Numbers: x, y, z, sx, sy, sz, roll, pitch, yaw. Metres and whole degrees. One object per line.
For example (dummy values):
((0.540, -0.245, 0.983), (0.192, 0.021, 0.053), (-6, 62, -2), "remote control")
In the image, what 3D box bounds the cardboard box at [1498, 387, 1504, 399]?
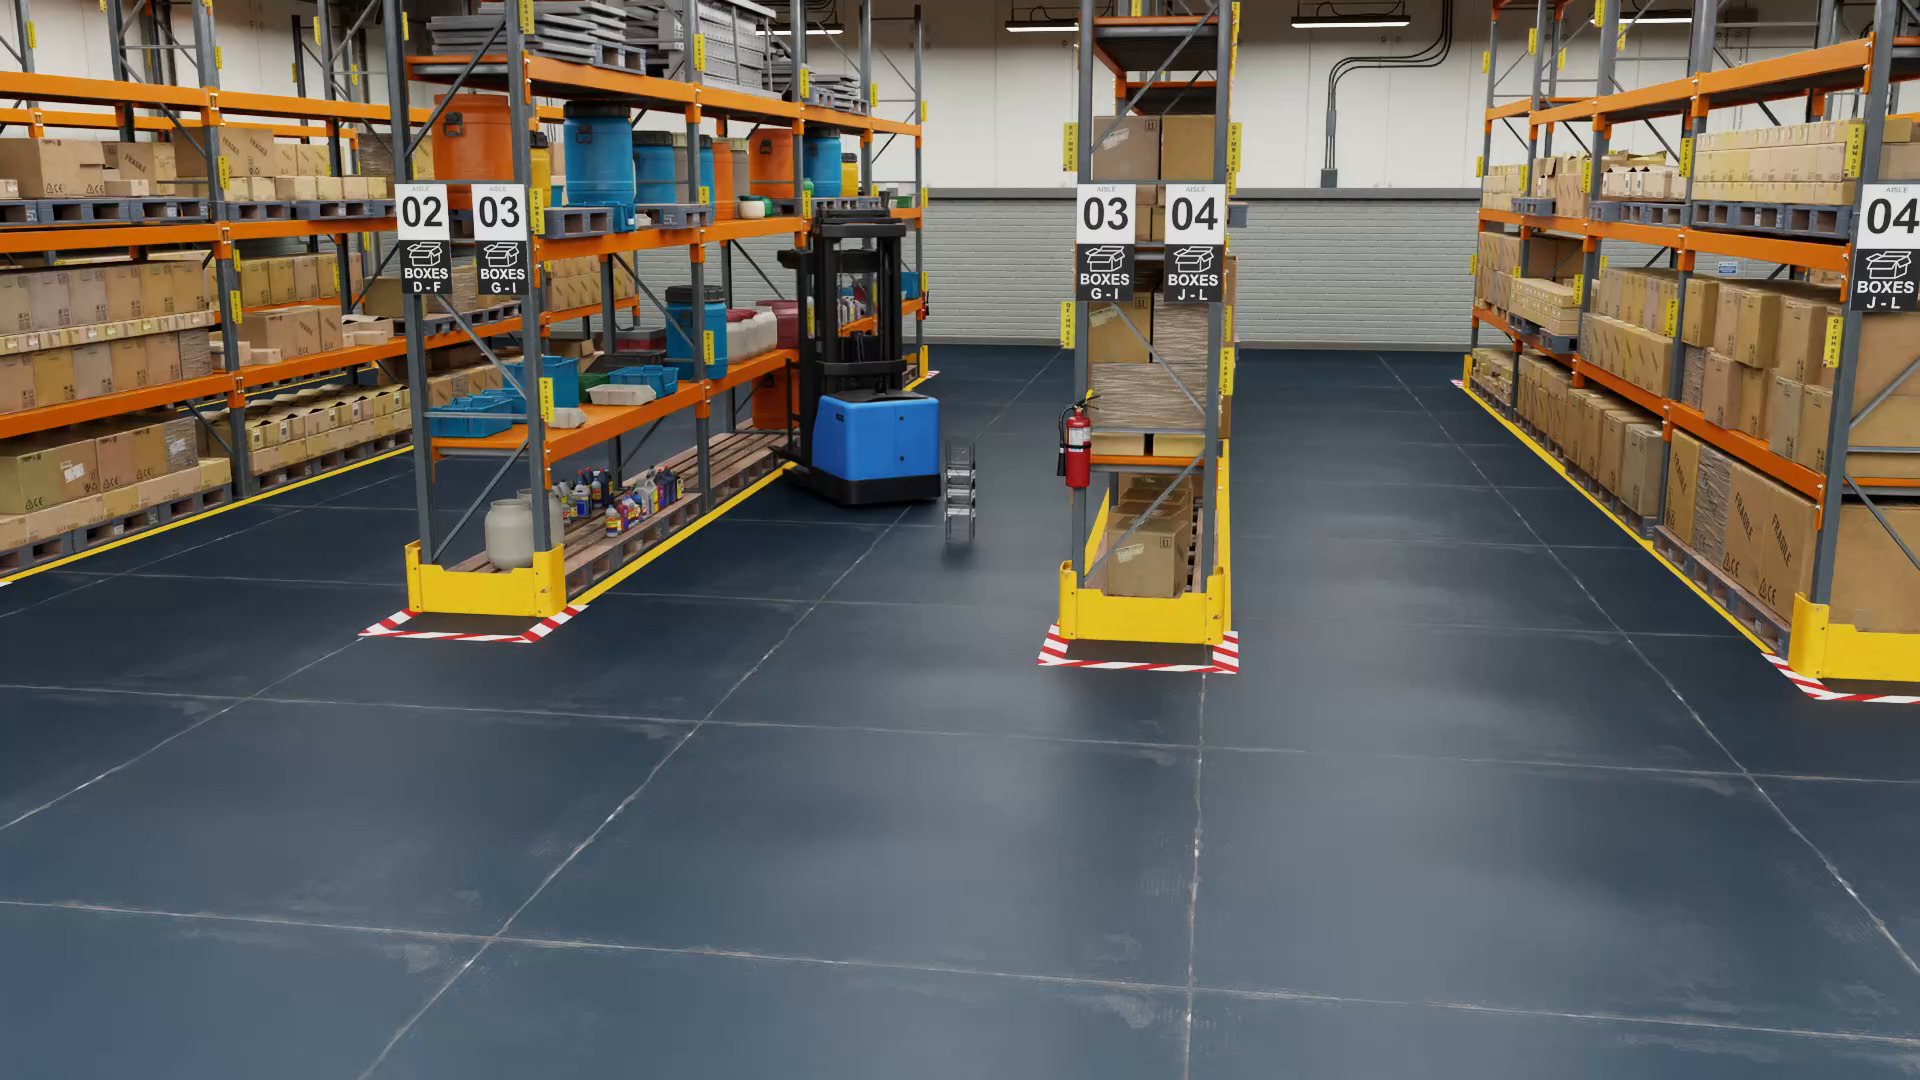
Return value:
((7.854, -2.088, 23.588), (0.380, 0.149, 0.250), (1, 12, 7), "cardboard box")

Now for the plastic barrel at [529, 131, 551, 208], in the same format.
((-3.544, -2.924, 13.136), (0.600, 0.588, 0.600), (0, 12, 0), "plastic barrel")

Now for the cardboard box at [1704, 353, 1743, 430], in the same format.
((6.494, -1.182, 13.259), (0.875, 0.550, 0.550), (2, 12, 9), "cardboard box")

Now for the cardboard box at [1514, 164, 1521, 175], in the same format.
((7.835, -5.089, 22.846), (0.380, 0.149, 0.250), (2, 12, 9), "cardboard box")

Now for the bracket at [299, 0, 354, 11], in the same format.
((-11.474, -9.216, 28.107), (0.076, 0.066, 4.783), (2, 12, 9), "bracket")

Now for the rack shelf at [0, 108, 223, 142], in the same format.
((-11.845, -5.707, 23.030), (1.077, 0.370, 4.000), (2, 12, 9), "rack shelf")

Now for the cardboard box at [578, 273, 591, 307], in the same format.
((-6.140, -3.935, 26.154), (0.500, 0.500, 0.500), (2, 12, 8), "cardboard box")

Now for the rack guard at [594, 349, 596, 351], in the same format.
((-6.039, -3.173, 28.789), (1.175, 0.500, 0.348), (2, 12, 9), "rack guard")

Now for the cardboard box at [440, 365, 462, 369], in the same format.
((-7.191, -2.158, 23.035), (0.500, 0.500, 0.500), (1, 12, 7), "cardboard box")

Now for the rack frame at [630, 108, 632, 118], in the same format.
((-6.027, -7.344, 27.967), (1.000, 3.000, 0.127), (2, 12, 9), "rack frame")

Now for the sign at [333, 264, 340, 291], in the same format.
((-7.795, -3.289, 20.830), (0.100, 0.325, 0.005), (2, 12, 9), "sign")

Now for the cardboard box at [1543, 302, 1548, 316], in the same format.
((7.158, -2.750, 19.786), (0.380, 0.149, 0.250), (2, 12, 9), "cardboard box")

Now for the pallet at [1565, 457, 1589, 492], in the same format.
((7.220, -0.718, 18.079), (1.003, 0.211, 1.213), (2, 12, 9), "pallet")

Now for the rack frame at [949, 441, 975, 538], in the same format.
((0.017, -0.463, 15.261), (0.240, 0.900, 0.006), (2, 12, 9), "rack frame")

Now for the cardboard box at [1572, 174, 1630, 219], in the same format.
((7.252, -3.885, 18.798), (0.500, 0.500, 0.500), (2, 12, 9), "cardboard box")

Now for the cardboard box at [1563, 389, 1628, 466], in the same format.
((7.233, -1.224, 18.153), (1.050, 0.750, 0.750), (2, 12, 8), "cardboard box")

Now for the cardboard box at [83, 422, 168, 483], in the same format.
((-7.890, -0.829, 15.728), (0.500, 0.500, 0.500), (2, 12, 9), "cardboard box")

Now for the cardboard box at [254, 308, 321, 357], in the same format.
((-7.581, -2.335, 18.729), (0.500, 0.500, 0.500), (2, 12, 9), "cardboard box")

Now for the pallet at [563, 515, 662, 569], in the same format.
((-3.309, 0.004, 14.729), (1.003, 0.211, 1.213), (2, 12, 9), "pallet")

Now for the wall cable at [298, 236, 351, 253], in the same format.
((-11.660, -5.365, 30.612), (0.084, 1.984, 1.851), (2, 12, 9), "wall cable")

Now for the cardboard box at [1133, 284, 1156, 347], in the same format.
((1.211, -1.669, 12.556), (0.500, 0.500, 0.500), (2, 12, 9), "cardboard box")

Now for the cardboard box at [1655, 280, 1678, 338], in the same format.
((6.948, -2.158, 15.533), (0.700, 0.500, 0.500), (2, 12, 8), "cardboard box")

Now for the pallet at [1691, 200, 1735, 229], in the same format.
((6.664, -2.663, 13.576), (1.003, 0.211, 1.213), (2, 12, 9), "pallet")

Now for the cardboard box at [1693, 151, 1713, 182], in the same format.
((6.449, -3.110, 13.855), (0.500, 0.250, 0.500), (2, 12, 9), "cardboard box")

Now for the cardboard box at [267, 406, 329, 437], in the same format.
((-7.403, -1.338, 18.539), (0.500, 0.311, 0.500), (1, 12, 7), "cardboard box")

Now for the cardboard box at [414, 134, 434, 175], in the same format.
((-7.106, -4.947, 21.353), (0.500, 0.500, 0.500), (2, 12, 9), "cardboard box")

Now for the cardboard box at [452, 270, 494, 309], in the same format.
((-6.853, -3.463, 22.964), (0.700, 0.500, 0.500), (-1, 12, -6), "cardboard box")

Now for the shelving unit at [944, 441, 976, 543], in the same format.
((0.001, -0.442, 15.163), (0.258, 0.900, 0.210), (2, 12, 9), "shelving unit")

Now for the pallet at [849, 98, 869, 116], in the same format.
((-1.846, -5.889, 22.613), (1.003, 0.211, 1.213), (2, 12, 9), "pallet")

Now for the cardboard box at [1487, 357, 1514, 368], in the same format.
((8.047, -2.638, 24.727), (0.380, 0.149, 0.250), (2, 12, 10), "cardboard box")

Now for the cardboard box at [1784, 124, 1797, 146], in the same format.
((6.059, -2.857, 11.736), (0.380, 0.149, 0.250), (2, 12, 9), "cardboard box")

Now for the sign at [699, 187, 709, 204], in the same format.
((-2.437, -3.203, 15.849), (0.100, 0.325, 0.005), (2, 12, 9), "sign")

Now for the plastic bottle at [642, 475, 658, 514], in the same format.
((-2.873, -0.422, 15.329), (0.144, 0.351, 0.185), (2, 12, 8), "plastic bottle")

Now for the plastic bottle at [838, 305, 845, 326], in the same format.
((-1.644, -3.055, 22.600), (0.152, 0.276, 0.135), (2, 12, 9), "plastic bottle")

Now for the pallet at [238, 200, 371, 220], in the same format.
((-7.443, -3.743, 18.826), (1.003, 0.211, 1.213), (2, 12, 11), "pallet")

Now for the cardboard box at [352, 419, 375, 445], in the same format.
((-7.254, -1.278, 19.588), (0.500, 0.250, 0.500), (2, 12, 10), "cardboard box")

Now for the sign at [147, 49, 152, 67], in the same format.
((-12.082, -7.228, 24.836), (0.100, 0.325, 0.005), (2, 12, 9), "sign")

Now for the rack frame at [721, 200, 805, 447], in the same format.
((-2.364, -2.585, 20.123), (1.000, 3.000, 0.127), (2, 12, 9), "rack frame")

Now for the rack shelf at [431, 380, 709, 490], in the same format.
((-3.287, -0.984, 14.403), (1.077, 0.370, 4.000), (2, 12, 9), "rack shelf")

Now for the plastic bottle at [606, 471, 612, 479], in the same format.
((-3.379, -0.516, 15.925), (0.061, 0.283, 0.133), (2, 12, 9), "plastic bottle")

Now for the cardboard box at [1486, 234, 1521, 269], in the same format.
((8.141, -4.293, 24.734), (0.500, 0.500, 0.500), (2, 12, 7), "cardboard box")

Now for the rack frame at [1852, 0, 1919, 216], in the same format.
((6.185, -3.510, 10.176), (1.000, 3.000, 0.127), (2, 12, 9), "rack frame")

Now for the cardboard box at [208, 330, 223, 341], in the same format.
((-11.509, -2.753, 25.011), (0.750, 0.750, 0.750), (2, 12, 9), "cardboard box")

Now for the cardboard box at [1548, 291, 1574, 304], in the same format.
((7.119, -2.839, 19.492), (0.380, 0.149, 0.250), (2, 12, 10), "cardboard box")

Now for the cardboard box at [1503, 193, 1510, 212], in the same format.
((8.005, -4.788, 23.584), (0.500, 0.250, 0.500), (2, 12, 8), "cardboard box")

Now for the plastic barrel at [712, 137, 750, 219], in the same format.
((-2.705, -4.132, 18.994), (0.600, 0.901, 0.600), (0, 12, 0), "plastic barrel")

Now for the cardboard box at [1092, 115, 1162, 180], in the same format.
((1.288, -2.995, 12.776), (0.500, 0.500, 0.500), (2, 12, 9), "cardboard box")

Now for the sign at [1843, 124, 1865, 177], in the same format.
((5.651, -2.458, 10.502), (0.100, 0.325, 0.005), (2, 12, 9), "sign")

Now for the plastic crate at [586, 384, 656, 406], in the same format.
((-2.979, -1.277, 14.681), (0.530, 0.136, 0.437), (2, 12, 9), "plastic crate")

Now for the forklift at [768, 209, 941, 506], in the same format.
((-1.278, -2.043, 17.770), (1.130, 2.935, 3.031), (-6, 13, -25), "forklift")

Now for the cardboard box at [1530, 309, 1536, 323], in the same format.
((7.278, -2.766, 20.565), (0.380, 0.149, 0.250), (1, 12, 6), "cardboard box")

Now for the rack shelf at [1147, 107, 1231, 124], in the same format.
((2.838, -5.226, 20.796), (1.077, 0.370, 4.000), (2, 12, 9), "rack shelf")

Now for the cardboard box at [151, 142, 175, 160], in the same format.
((-11.803, -5.656, 24.194), (0.500, 0.250, 0.500), (3, 12, 13), "cardboard box")

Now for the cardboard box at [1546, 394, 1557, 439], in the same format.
((7.342, -1.479, 19.930), (0.500, 0.500, 0.500), (2, 12, 11), "cardboard box")

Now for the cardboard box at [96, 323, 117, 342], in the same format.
((-7.938, -1.896, 15.151), (0.380, 0.149, 0.250), (2, 12, 11), "cardboard box")
